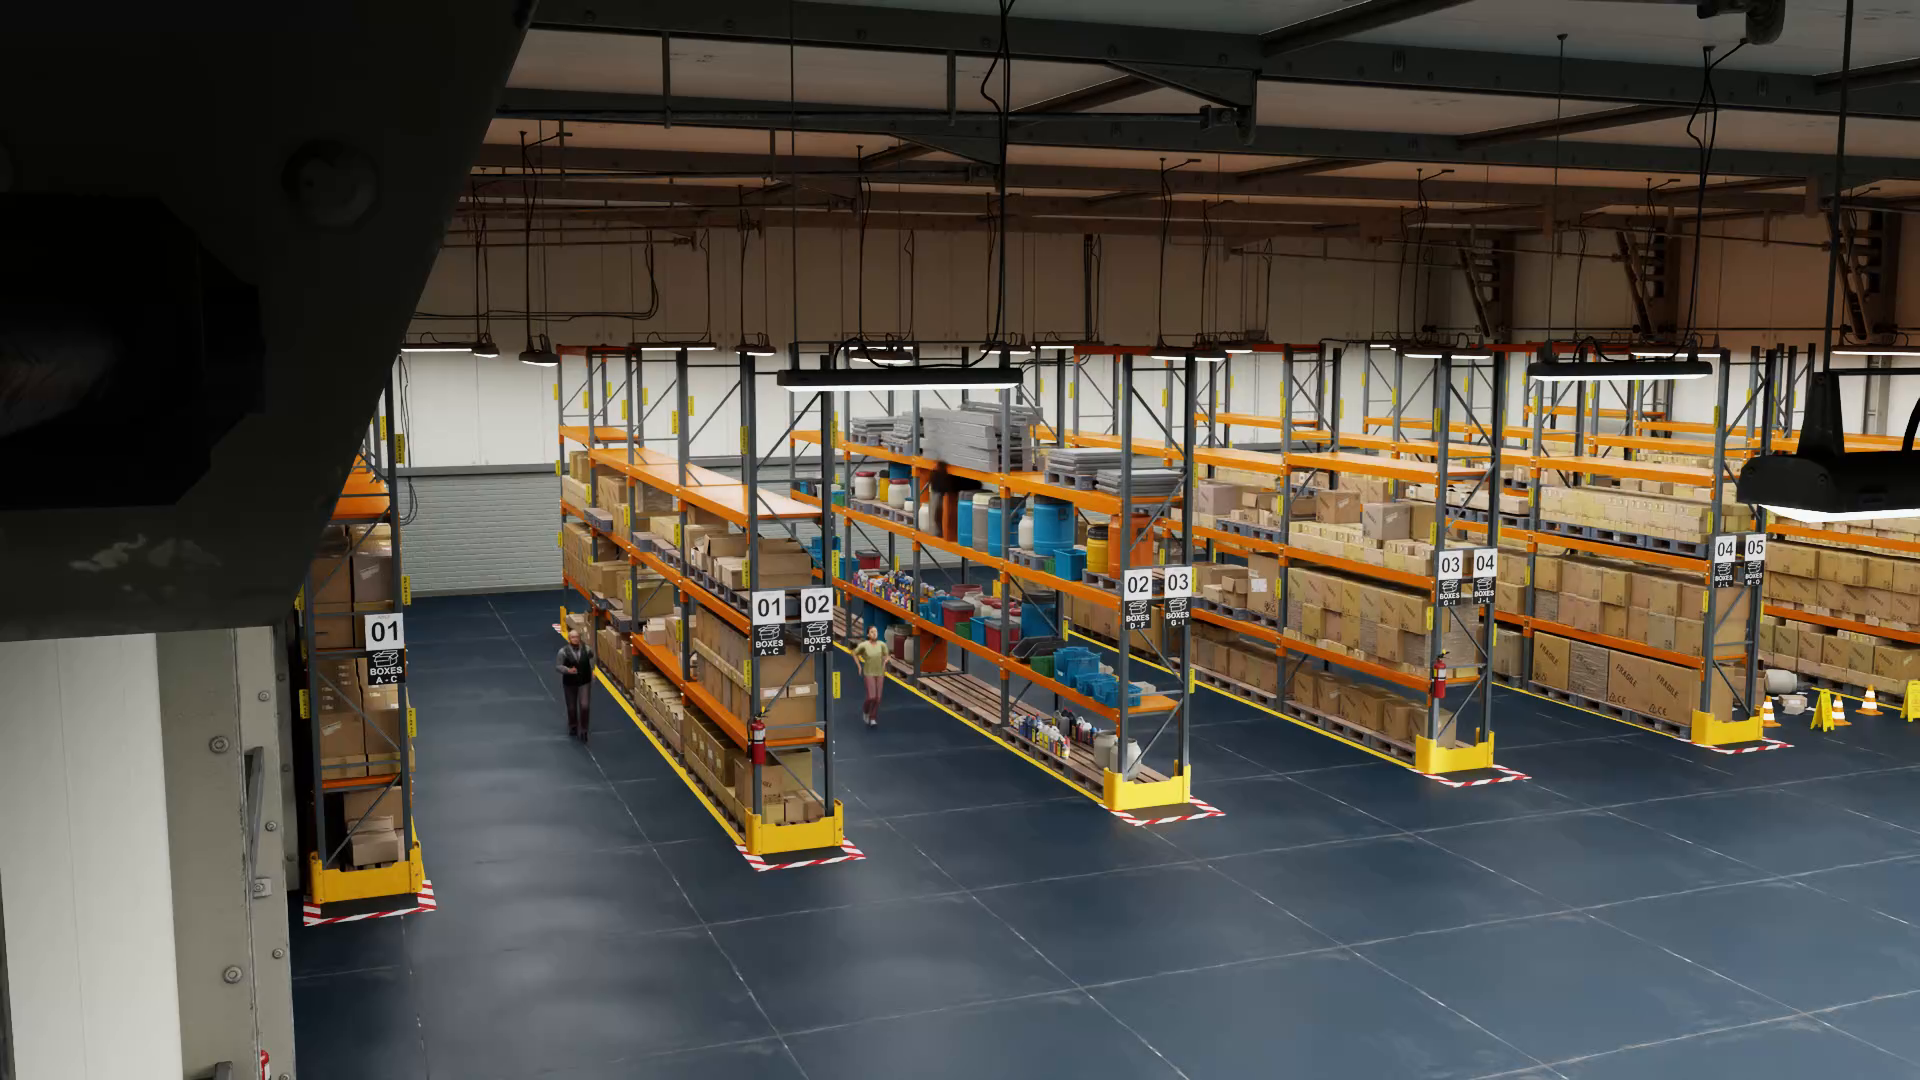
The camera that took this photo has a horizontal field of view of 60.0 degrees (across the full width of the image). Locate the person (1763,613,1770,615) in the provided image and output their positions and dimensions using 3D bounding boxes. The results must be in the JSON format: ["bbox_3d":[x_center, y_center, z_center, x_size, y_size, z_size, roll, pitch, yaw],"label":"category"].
[{"bbox_3d":[16.111,1.276,33.079,0.641,1.728,0.731,-5,9,-33],"label":"person"}]

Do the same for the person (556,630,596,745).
[{"bbox_3d":[-5.881,2.253,25.502,0.602,1.772,0.833,-2,7,-14],"label":"person"}]

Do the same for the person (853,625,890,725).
[{"bbox_3d":[-1.377,2.161,26.432,0.579,1.630,0.545,-2,8,-16],"label":"person"}]
